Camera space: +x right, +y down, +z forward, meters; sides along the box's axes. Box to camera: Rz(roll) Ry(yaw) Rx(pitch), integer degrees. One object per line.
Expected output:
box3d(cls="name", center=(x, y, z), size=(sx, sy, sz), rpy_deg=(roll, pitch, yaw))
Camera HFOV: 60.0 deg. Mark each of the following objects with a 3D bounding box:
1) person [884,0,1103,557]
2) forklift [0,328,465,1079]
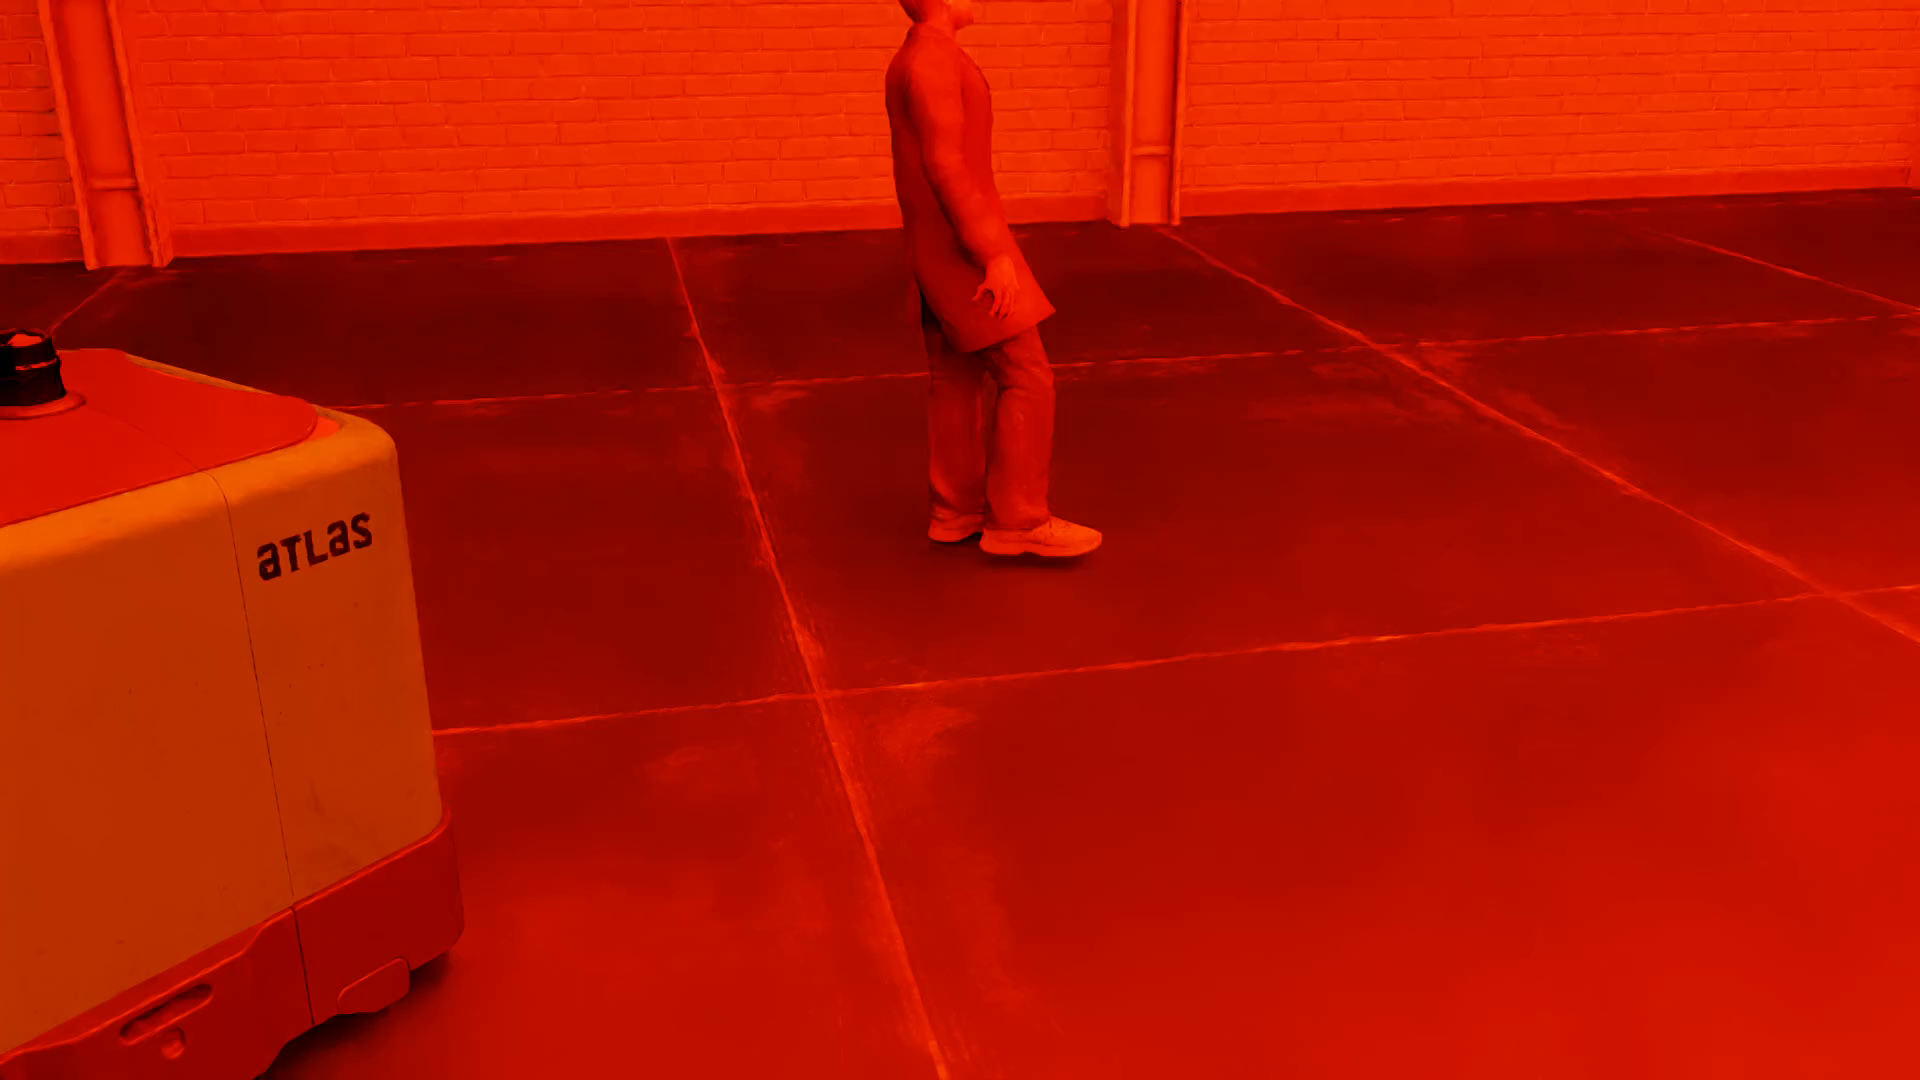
box3d(cls="person", center=(0.088, -0.844, 4.992), size=(0.586, 1.775, 0.694), rpy_deg=(-5, 21, -12))
box3d(cls="forklift", center=(-2.210, -0.235, 1.812), size=(1.130, 2.935, 3.031), rpy_deg=(14, 25, 33))
